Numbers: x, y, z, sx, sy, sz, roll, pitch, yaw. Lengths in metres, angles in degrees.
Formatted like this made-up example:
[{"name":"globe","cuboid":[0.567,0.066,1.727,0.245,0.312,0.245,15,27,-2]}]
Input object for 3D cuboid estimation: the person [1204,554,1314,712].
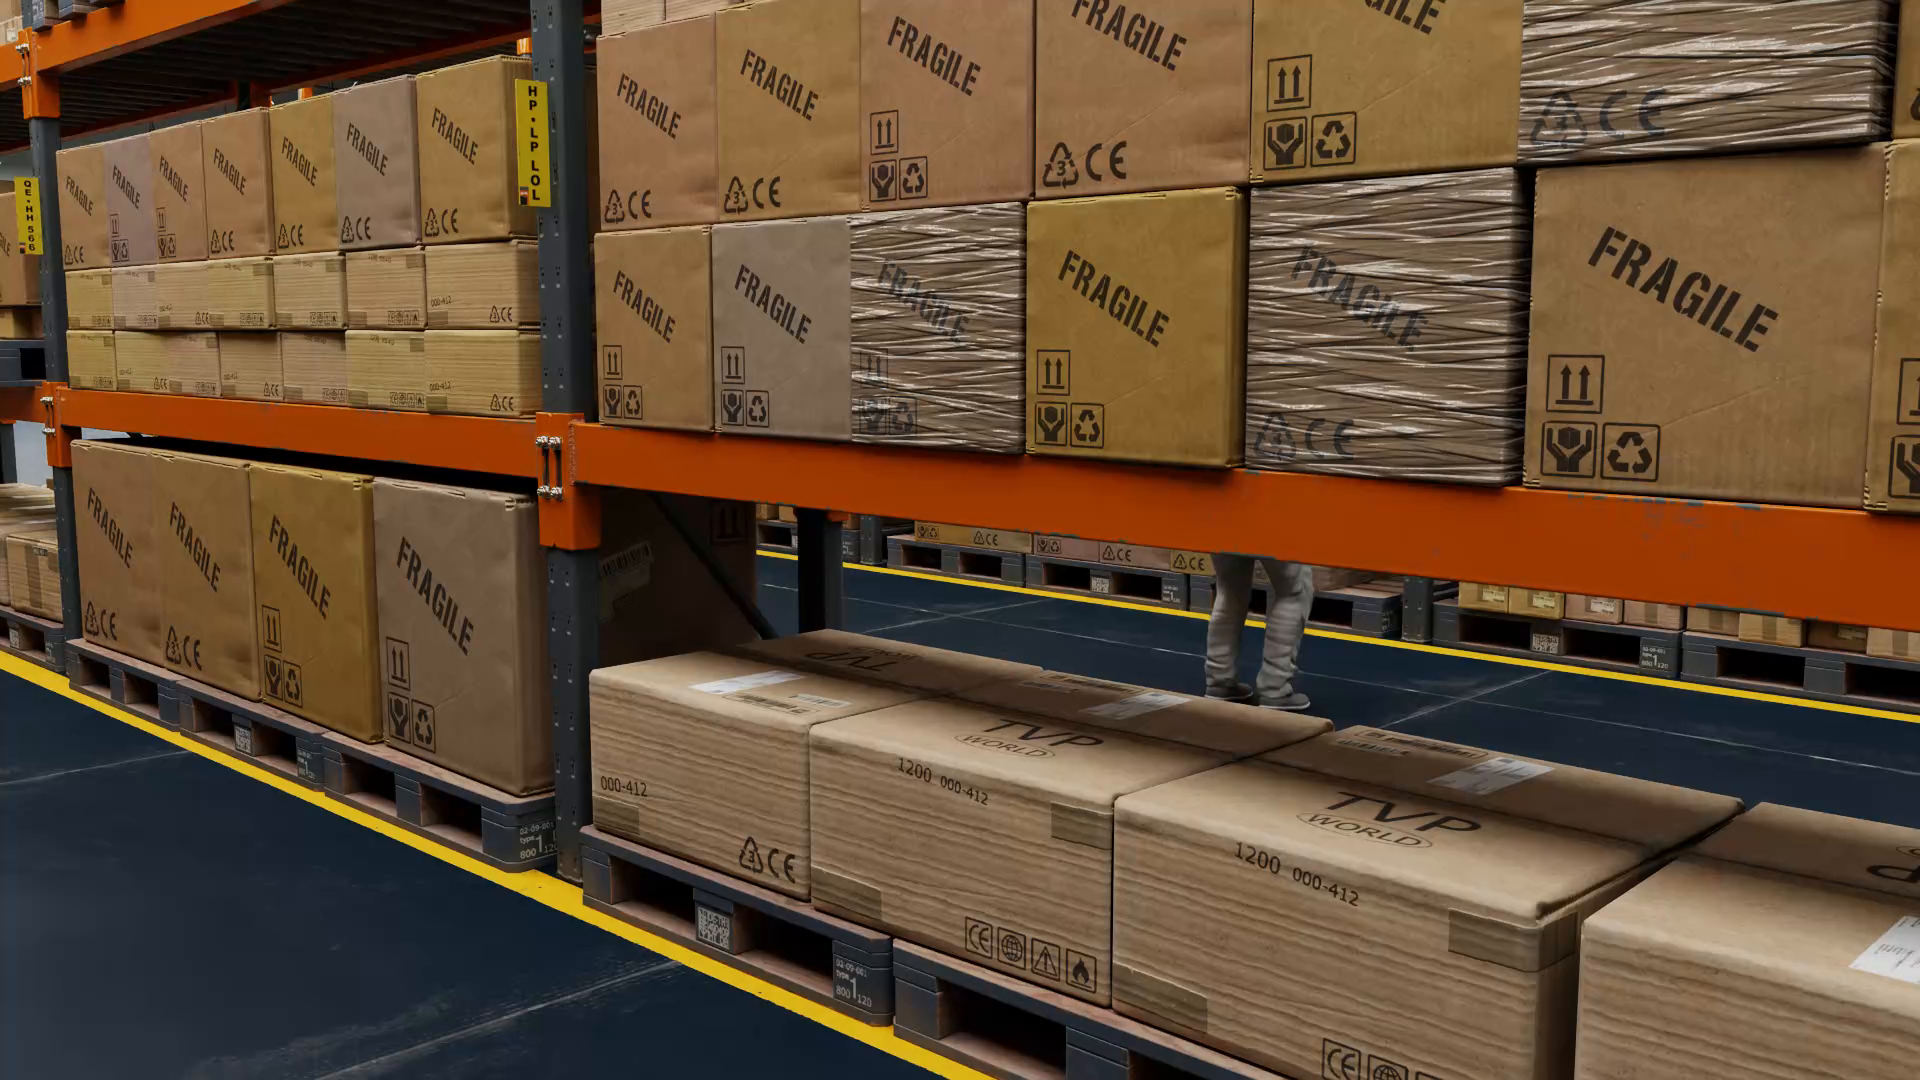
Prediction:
[{"name":"person","cuboid":[1.271,-0.116,6.892,0.452,1.623,0.593,7,10,42]}]
